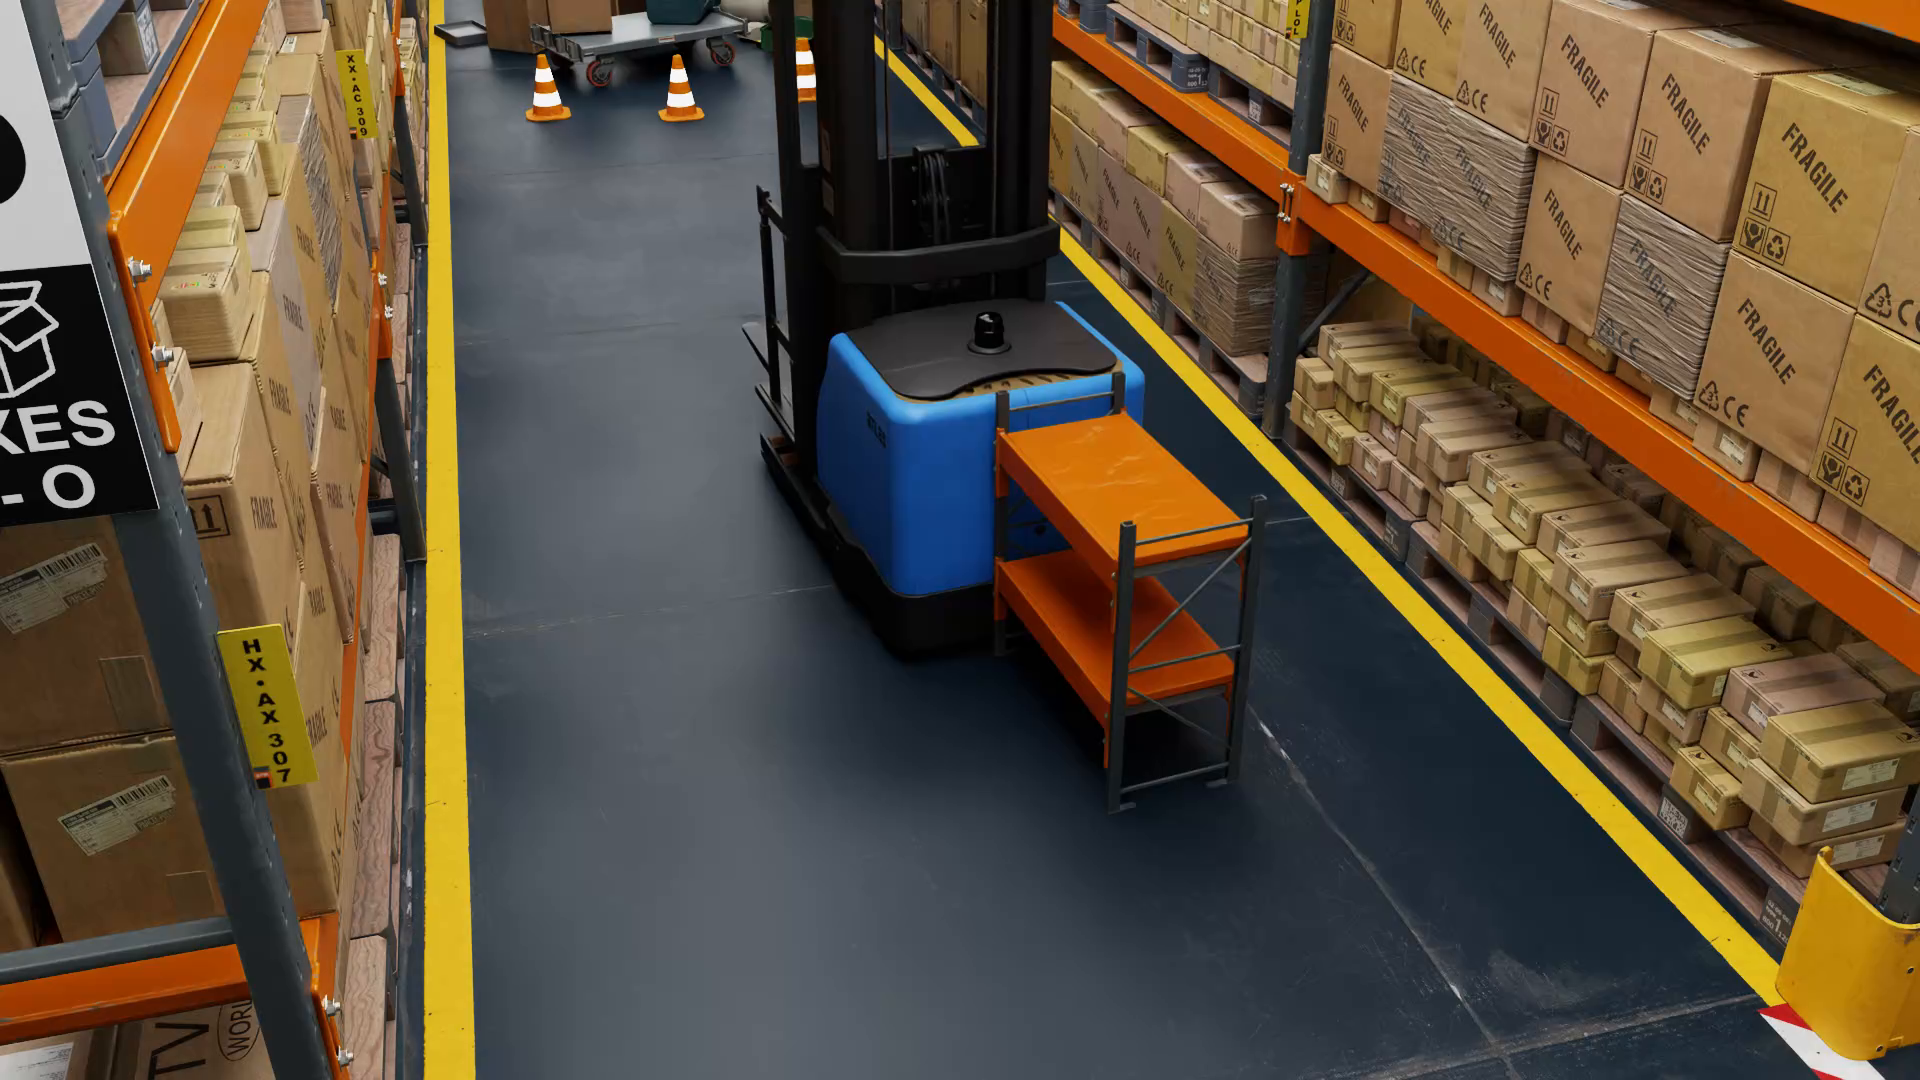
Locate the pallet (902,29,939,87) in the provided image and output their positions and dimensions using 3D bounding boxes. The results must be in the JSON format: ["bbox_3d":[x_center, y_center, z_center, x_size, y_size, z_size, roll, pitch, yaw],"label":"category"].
[{"bbox_3d":[0.131,-4.167,14.239,1.003,0.211,1.213,-8,31,-13],"label":"pallet"}]

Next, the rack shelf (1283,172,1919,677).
[{"bbox_3d":[2.508,-0.595,6.003,1.077,0.370,4.000,-8,31,-13],"label":"rack shelf"}]

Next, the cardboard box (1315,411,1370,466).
[{"bbox_3d":[1.834,-0.474,7.500,0.380,0.149,0.250,-7,31,-12],"label":"cardboard box"}]

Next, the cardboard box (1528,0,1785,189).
[{"bbox_3d":[2.253,-1.483,5.423,0.500,0.500,0.500,-9,31,-15],"label":"cardboard box"}]

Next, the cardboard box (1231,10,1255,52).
[{"bbox_3d":[1.547,-2.488,8.088,0.380,0.149,0.250,-7,31,-11],"label":"cardboard box"}]

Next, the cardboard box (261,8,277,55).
[{"bbox_3d":[-2.358,-1.553,5.193,0.380,0.149,0.250,-8,31,-13],"label":"cardboard box"}]

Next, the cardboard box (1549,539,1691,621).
[{"bbox_3d":[2.319,0.139,5.849,0.380,0.149,0.250,-7,31,-11],"label":"cardboard box"}]

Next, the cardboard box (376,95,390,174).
[{"bbox_3d":[-2.890,-1.848,7.598,0.500,0.250,0.500,-8,31,-14],"label":"cardboard box"}]

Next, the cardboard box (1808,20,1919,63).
[{"bbox_3d":[2.919,-1.295,5.098,0.500,0.500,0.500,-9,31,-14],"label":"cardboard box"}]

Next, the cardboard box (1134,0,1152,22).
[{"bbox_3d":[1.193,-2.995,9.261,0.380,0.149,0.250,-7,31,-13],"label":"cardboard box"}]

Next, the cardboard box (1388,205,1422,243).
[{"bbox_3d":[1.998,-1.347,6.834,0.380,0.149,0.250,-9,31,-15],"label":"cardboard box"}]

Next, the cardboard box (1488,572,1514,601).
[{"bbox_3d":[2.291,0.136,6.448,0.380,0.149,0.250,-7,31,-12],"label":"cardboard box"}]

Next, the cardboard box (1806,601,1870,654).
[{"bbox_3d":[3.095,0.300,5.571,0.380,0.149,0.250,-8,31,-13],"label":"cardboard box"}]

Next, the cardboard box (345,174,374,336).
[{"bbox_3d":[-2.399,-1.019,5.916,0.500,0.500,0.500,-8,31,-13],"label":"cardboard box"}]

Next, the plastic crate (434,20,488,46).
[{"bbox_3d":[-4.518,-4.633,15.175,0.402,0.080,0.583,-20,35,-30],"label":"plastic crate"}]

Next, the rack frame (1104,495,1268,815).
[{"bbox_3d":[0.729,0.395,5.445,0.500,1.125,0.032,-11,32,-18],"label":"rack frame"}]

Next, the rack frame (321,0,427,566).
[{"bbox_3d":[-2.769,-1.166,6.270,1.000,3.000,0.127,-8,31,-13],"label":"rack frame"}]

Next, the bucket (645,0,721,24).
[{"bbox_3d":[-2.405,-4.737,14.190,0.726,0.611,0.620,2,40,4],"label":"bucket"}]

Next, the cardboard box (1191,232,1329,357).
[{"bbox_3d":[1.538,-1.297,8.572,0.500,0.500,0.500,-8,31,-14],"label":"cardboard box"}]

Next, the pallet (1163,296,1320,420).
[{"bbox_3d":[1.769,-1.042,8.839,1.003,0.211,1.213,-8,31,-13],"label":"pallet"}]

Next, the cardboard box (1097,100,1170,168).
[{"bbox_3d":[1.119,-2.378,9.692,0.500,0.250,0.500,-8,31,-13],"label":"cardboard box"}]

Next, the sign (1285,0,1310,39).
[{"bbox_3d":[1.443,-2.298,7.071,0.100,0.325,0.005,-8,31,-13],"label":"sign"}]

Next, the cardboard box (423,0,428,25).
[{"bbox_3d":[-4.941,-4.598,14.526,0.500,0.250,0.500,-6,31,-10],"label":"cardboard box"}]

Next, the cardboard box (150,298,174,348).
[{"bbox_3d":[-1.672,-0.316,3.056,0.380,0.149,0.250,-7,31,-12],"label":"cardboard box"}]

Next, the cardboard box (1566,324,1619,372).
[{"bbox_3d":[2.337,-0.712,5.736,0.380,0.149,0.250,-7,31,-12],"label":"cardboard box"}]

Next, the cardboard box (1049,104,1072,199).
[{"bbox_3d":[0.857,-2.529,10.701,0.500,0.500,0.500,-9,31,-15],"label":"cardboard box"}]

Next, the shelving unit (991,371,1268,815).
[{"bbox_3d":[0.547,0.157,5.856,0.538,1.125,1.048,-11,32,-18],"label":"shelving unit"}]

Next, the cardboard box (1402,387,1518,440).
[{"bbox_3d":[2.091,-0.505,6.961,0.380,0.149,0.250,-9,31,-15],"label":"cardboard box"}]

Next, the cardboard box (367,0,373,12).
[{"bbox_3d":[-3.171,-2.871,8.118,0.500,0.500,0.500,-8,31,-13],"label":"cardboard box"}]

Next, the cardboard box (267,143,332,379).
[{"bbox_3d":[-1.981,-0.717,4.396,0.500,0.500,0.500,-8,31,-13],"label":"cardboard box"}]

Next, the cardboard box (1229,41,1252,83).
[{"bbox_3d":[1.547,-2.357,8.160,0.380,0.149,0.250,-8,31,-13],"label":"cardboard box"}]

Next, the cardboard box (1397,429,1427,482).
[{"bbox_3d":[2.087,-0.378,7.038,0.380,0.149,0.250,-9,31,-16],"label":"cardboard box"}]

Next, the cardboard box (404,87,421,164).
[{"bbox_3d":[-4.174,-2.772,11.248,0.950,0.372,0.625,-8,31,-14],"label":"cardboard box"}]

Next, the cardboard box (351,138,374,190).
[{"bbox_3d":[-2.614,-1.567,6.614,0.500,0.250,0.500,-9,31,-15],"label":"cardboard box"}]

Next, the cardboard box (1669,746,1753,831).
[{"bbox_3d":[2.532,0.774,5.345,0.380,0.149,0.250,-7,31,-12],"label":"cardboard box"}]

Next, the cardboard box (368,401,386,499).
[{"bbox_3d":[-3.010,-0.717,7.196,0.875,0.875,0.875,-7,31,-12],"label":"cardboard box"}]

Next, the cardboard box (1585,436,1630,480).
[{"bbox_3d":[2.739,-0.321,6.643,0.380,0.149,0.250,-9,31,-15],"label":"cardboard box"}]

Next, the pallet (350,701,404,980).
[{"bbox_3d":[-2.315,1.009,5.296,1.003,0.211,1.213,-8,31,-13],"label":"pallet"}]

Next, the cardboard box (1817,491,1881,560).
[{"bbox_3d":[2.650,-0.077,4.640,0.380,0.149,0.250,-8,31,-13],"label":"cardboard box"}]

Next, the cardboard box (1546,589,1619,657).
[{"bbox_3d":[2.334,0.266,5.925,0.380,0.149,0.250,-7,31,-13],"label":"cardboard box"}]

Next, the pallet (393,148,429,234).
[{"bbox_3d":[-4.036,-2.268,10.958,1.003,0.211,1.213,-8,31,-13],"label":"pallet"}]

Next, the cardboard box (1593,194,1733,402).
[{"bbox_3d":[2.396,-0.789,5.222,0.500,0.500,0.500,-8,31,-13],"label":"cardboard box"}]

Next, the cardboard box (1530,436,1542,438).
[{"bbox_3d":[2.511,-0.449,7.162,0.380,0.149,0.250,-8,31,-13],"label":"cardboard box"}]

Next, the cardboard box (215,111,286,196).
[{"bbox_3d":[-1.905,-0.953,4.158,0.380,0.149,0.250,-9,31,-14],"label":"cardboard box"}]

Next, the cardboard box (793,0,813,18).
[{"bbox_3d":[-1.548,-5.269,15.852,0.500,0.500,0.500,-3,30,-5],"label":"cardboard box"}]

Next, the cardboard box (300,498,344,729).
[{"bbox_3d":[-1.719,0.212,3.789,0.500,0.500,0.500,-8,31,-14],"label":"cardboard box"}]

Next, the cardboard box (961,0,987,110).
[{"bbox_3d":[0.605,-3.741,12.545,1.050,0.750,0.750,-7,31,-13],"label":"cardboard box"}]

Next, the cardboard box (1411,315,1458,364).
[{"bbox_3d":[2.322,-0.941,7.714,0.380,0.149,0.250,-7,31,-12],"label":"cardboard box"}]

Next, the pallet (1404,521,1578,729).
[{"bbox_3d":[2.517,0.244,6.617,1.003,0.211,1.213,-8,31,-13],"label":"pallet"}]

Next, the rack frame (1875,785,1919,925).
[{"bbox_3d":[3.039,0.059,4.153,1.000,3.000,0.127,-8,31,-13],"label":"rack frame"}]

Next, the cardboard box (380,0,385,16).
[{"bbox_3d":[-3.457,-3.049,9.174,0.500,0.250,0.500,-8,31,-13],"label":"cardboard box"}]

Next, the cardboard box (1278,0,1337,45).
[{"bbox_3d":[1.682,-2.371,7.590,0.380,0.149,0.250,-6,31,-11],"label":"cardboard box"}]

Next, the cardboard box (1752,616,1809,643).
[{"bbox_3d":[3.015,0.311,5.848,0.380,0.149,0.250,-7,31,-12],"label":"cardboard box"}]

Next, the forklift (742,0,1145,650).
[{"bbox_3d":[-0.290,-1.570,7.036,1.130,2.935,3.031,-11,32,-18],"label":"forklift"}]
